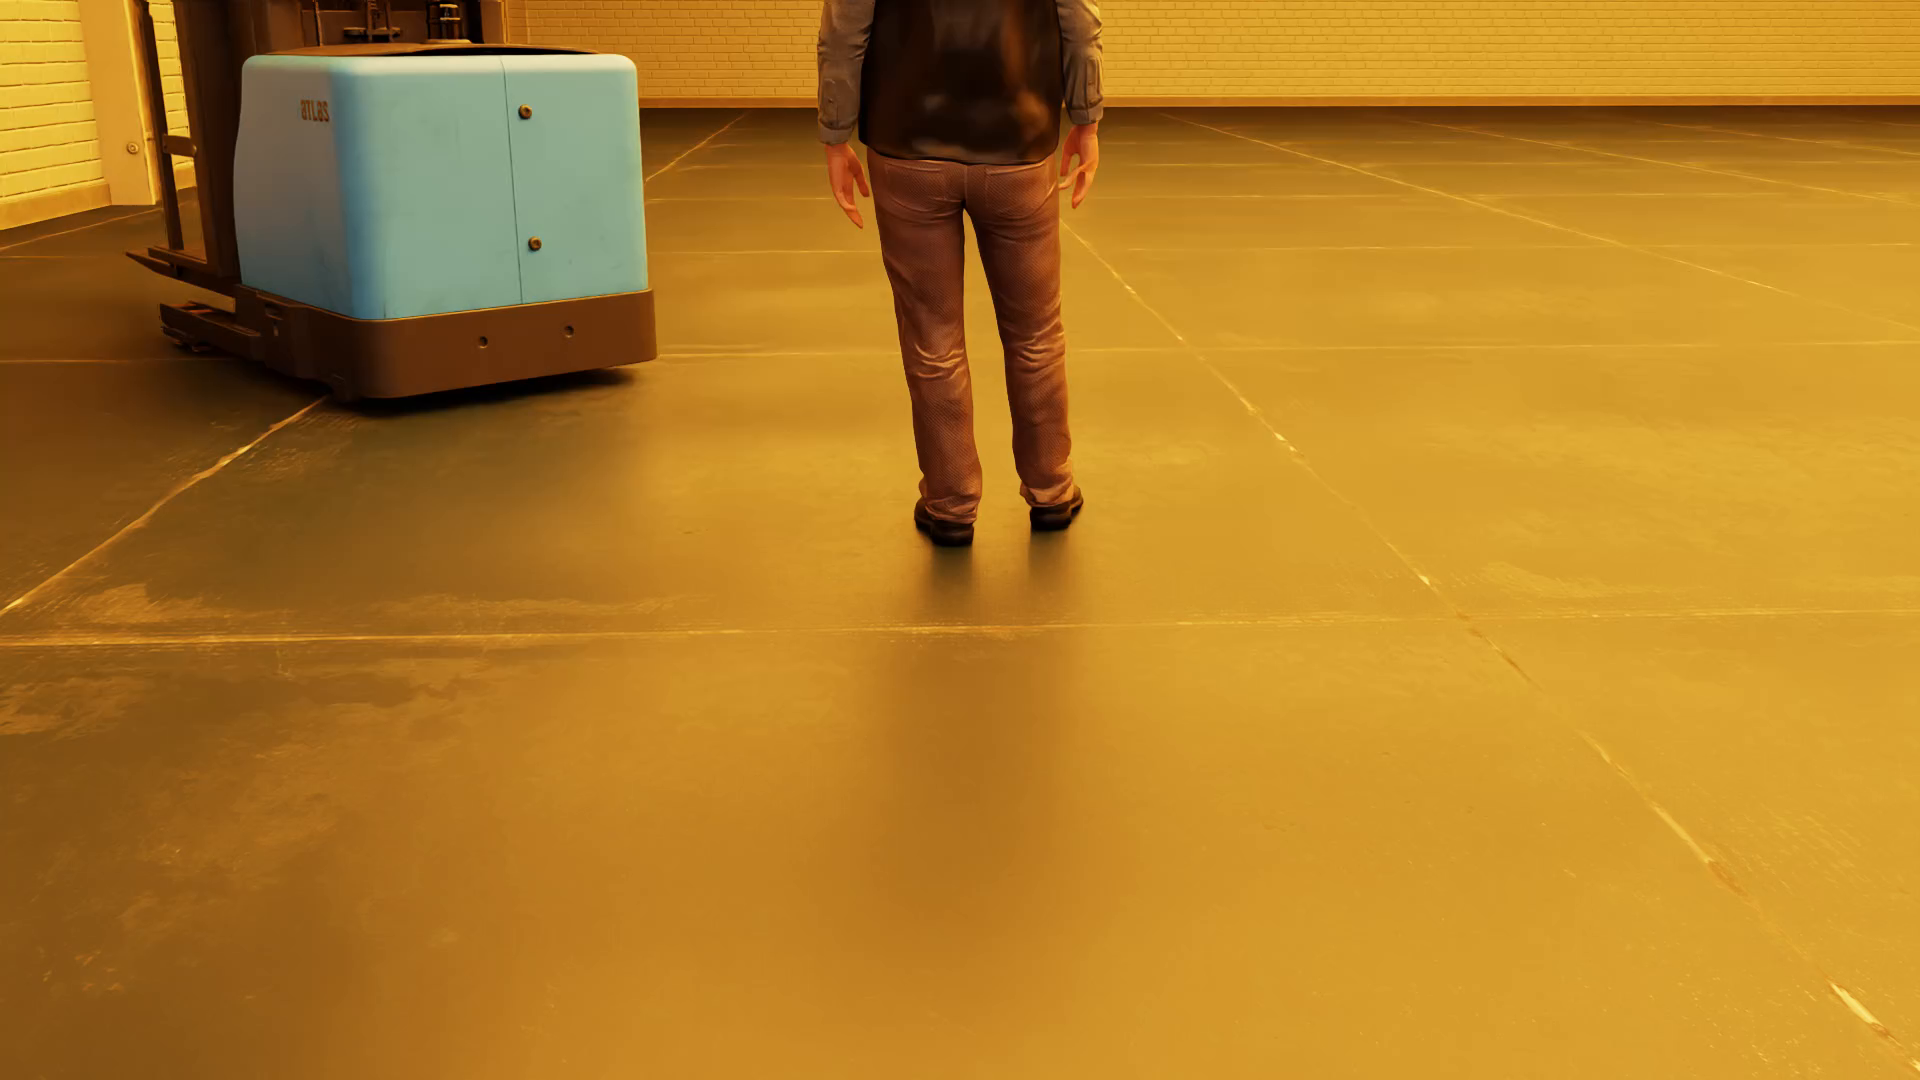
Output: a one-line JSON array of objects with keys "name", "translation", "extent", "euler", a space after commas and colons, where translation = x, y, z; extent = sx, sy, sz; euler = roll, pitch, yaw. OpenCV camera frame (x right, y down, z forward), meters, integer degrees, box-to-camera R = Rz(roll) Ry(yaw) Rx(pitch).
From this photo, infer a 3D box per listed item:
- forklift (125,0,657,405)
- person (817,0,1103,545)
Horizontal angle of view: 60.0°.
[{"name": "forklift", "translation": [-2.396, -2.185, 6.050], "extent": [1.130, 2.935, 3.031], "euler": [-15, 22, -39]}, {"name": "person", "translation": [0.004, -0.848, 3.725], "extent": [0.633, 1.722, 0.566], "euler": [-1, 17, -3]}]
